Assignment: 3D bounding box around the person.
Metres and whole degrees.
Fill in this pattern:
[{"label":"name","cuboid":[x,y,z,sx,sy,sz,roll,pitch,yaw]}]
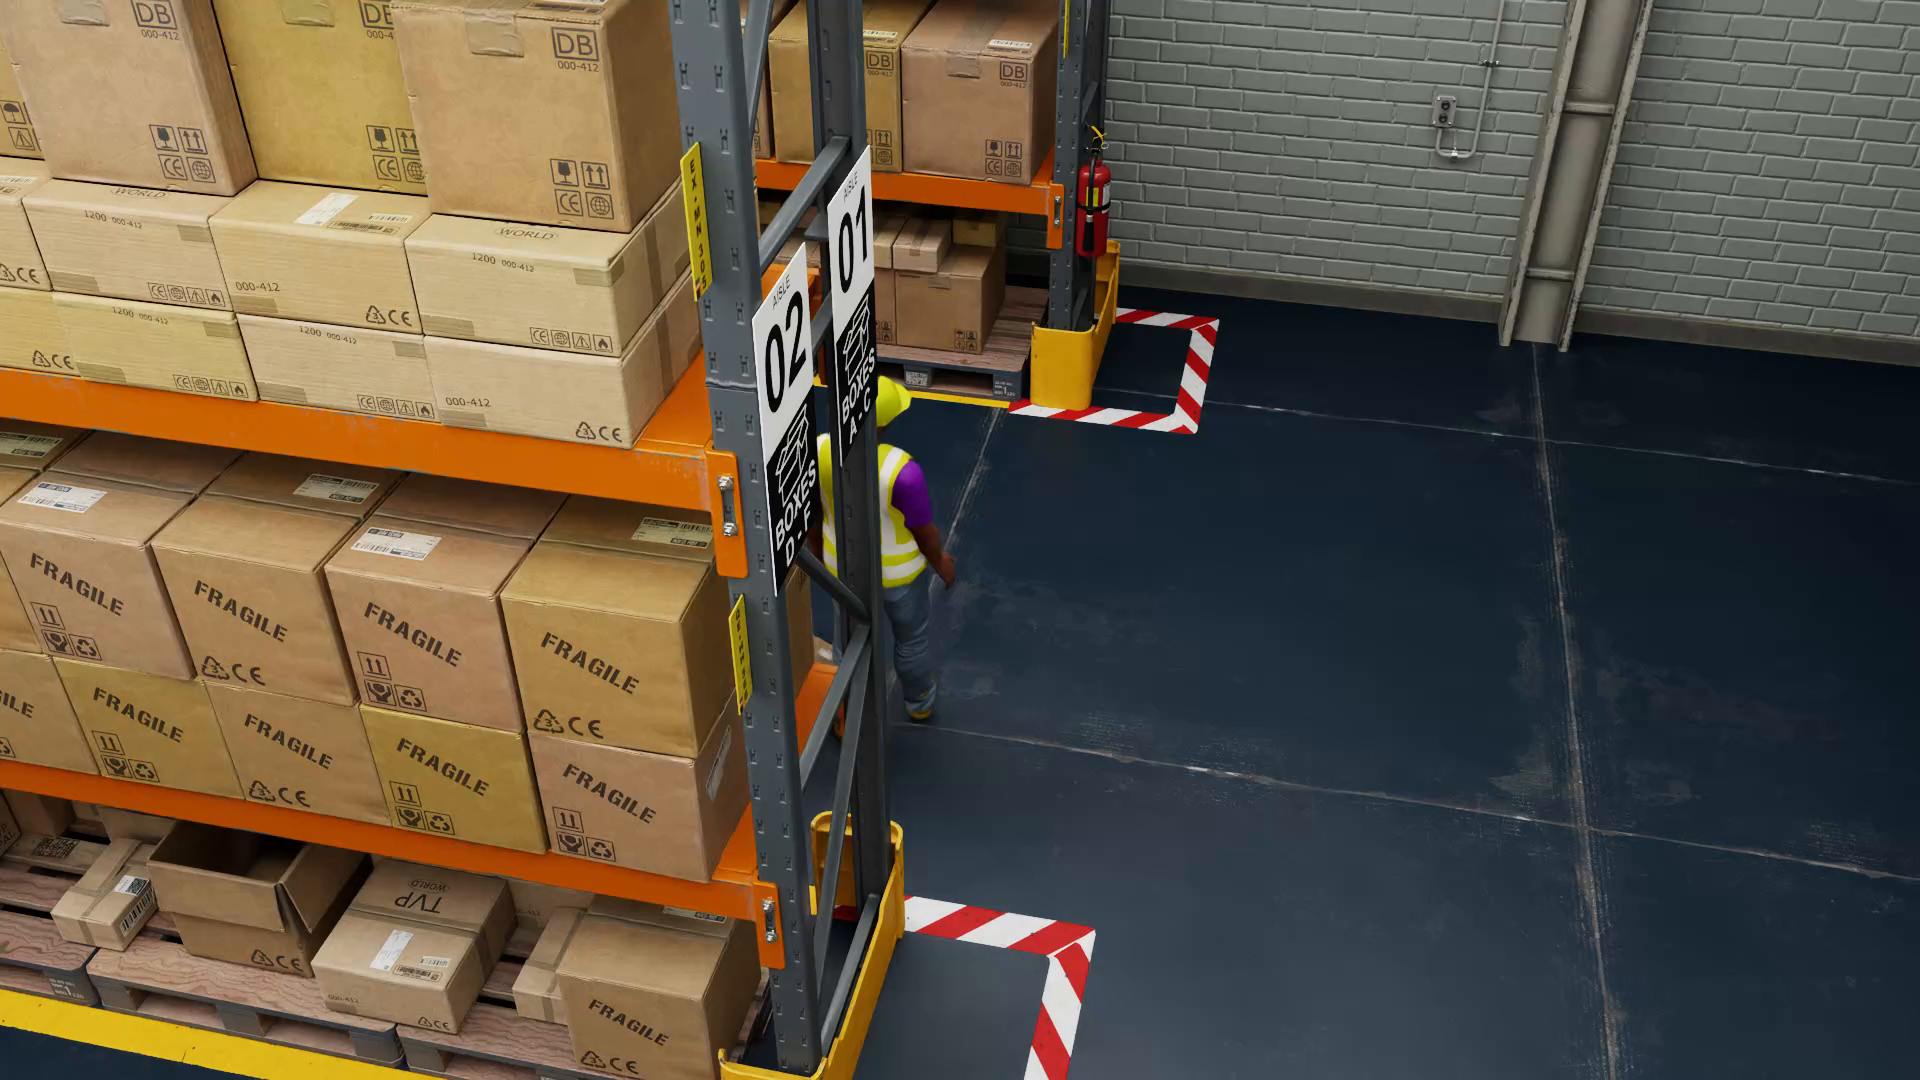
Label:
[{"label":"person","cuboid":[-0.316,0.044,6.843,0.624,1.766,0.539,13,38,17]}]
